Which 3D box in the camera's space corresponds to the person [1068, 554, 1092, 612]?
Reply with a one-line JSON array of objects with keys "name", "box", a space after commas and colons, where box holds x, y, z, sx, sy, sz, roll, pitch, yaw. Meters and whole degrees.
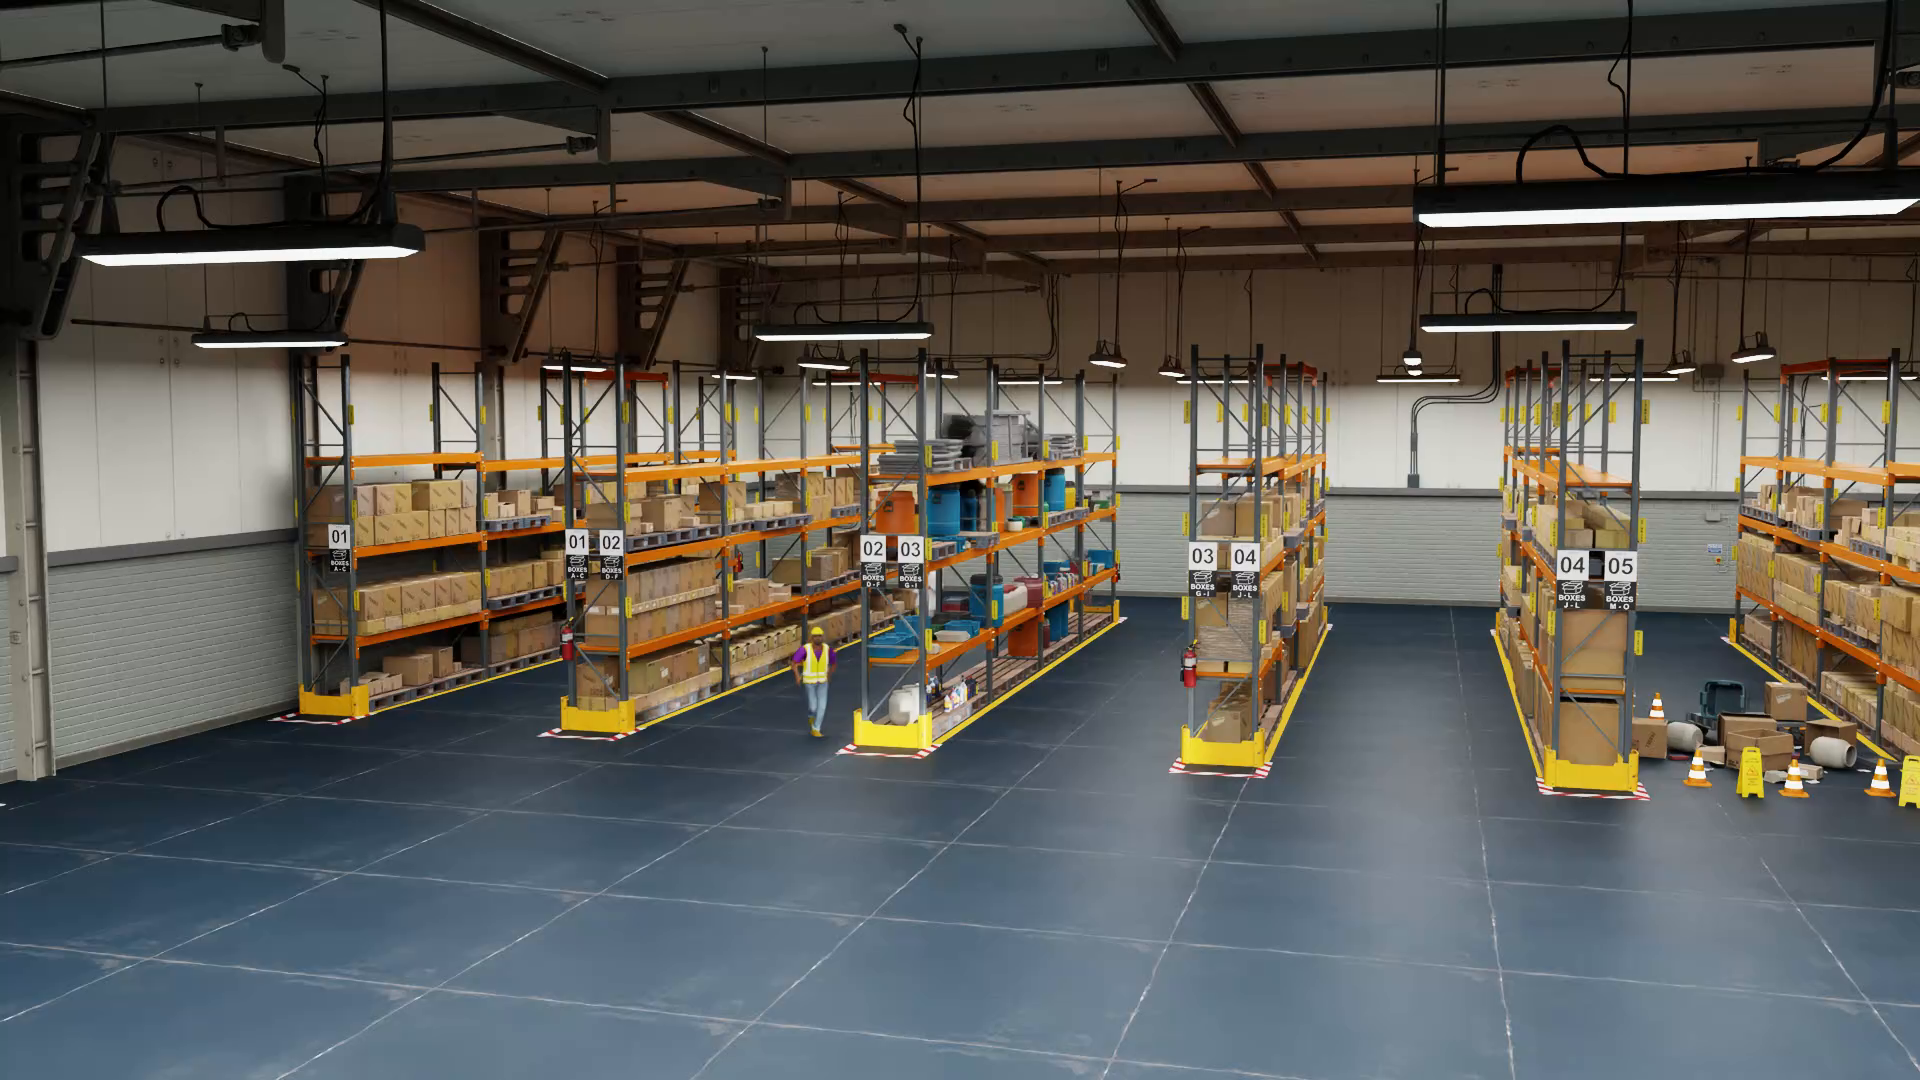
[{"name": "person", "box": [3.057, 1.066, 41.630, 0.985, 1.580, 0.574, 3, 5, 35]}]

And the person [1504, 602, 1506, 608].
[{"name": "person", "box": [13.235, 1.193, 39.225, 0.691, 1.814, 0.684, -1, 5, -19]}]

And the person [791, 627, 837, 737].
[{"name": "person", "box": [-2.261, 2.202, 25.970, 0.723, 1.709, 0.624, -1, 4, -16]}]

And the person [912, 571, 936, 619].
[{"name": "person", "box": [-0.763, 1.329, 37.234, 0.680, 1.791, 0.765, 0, 4, 4]}]
